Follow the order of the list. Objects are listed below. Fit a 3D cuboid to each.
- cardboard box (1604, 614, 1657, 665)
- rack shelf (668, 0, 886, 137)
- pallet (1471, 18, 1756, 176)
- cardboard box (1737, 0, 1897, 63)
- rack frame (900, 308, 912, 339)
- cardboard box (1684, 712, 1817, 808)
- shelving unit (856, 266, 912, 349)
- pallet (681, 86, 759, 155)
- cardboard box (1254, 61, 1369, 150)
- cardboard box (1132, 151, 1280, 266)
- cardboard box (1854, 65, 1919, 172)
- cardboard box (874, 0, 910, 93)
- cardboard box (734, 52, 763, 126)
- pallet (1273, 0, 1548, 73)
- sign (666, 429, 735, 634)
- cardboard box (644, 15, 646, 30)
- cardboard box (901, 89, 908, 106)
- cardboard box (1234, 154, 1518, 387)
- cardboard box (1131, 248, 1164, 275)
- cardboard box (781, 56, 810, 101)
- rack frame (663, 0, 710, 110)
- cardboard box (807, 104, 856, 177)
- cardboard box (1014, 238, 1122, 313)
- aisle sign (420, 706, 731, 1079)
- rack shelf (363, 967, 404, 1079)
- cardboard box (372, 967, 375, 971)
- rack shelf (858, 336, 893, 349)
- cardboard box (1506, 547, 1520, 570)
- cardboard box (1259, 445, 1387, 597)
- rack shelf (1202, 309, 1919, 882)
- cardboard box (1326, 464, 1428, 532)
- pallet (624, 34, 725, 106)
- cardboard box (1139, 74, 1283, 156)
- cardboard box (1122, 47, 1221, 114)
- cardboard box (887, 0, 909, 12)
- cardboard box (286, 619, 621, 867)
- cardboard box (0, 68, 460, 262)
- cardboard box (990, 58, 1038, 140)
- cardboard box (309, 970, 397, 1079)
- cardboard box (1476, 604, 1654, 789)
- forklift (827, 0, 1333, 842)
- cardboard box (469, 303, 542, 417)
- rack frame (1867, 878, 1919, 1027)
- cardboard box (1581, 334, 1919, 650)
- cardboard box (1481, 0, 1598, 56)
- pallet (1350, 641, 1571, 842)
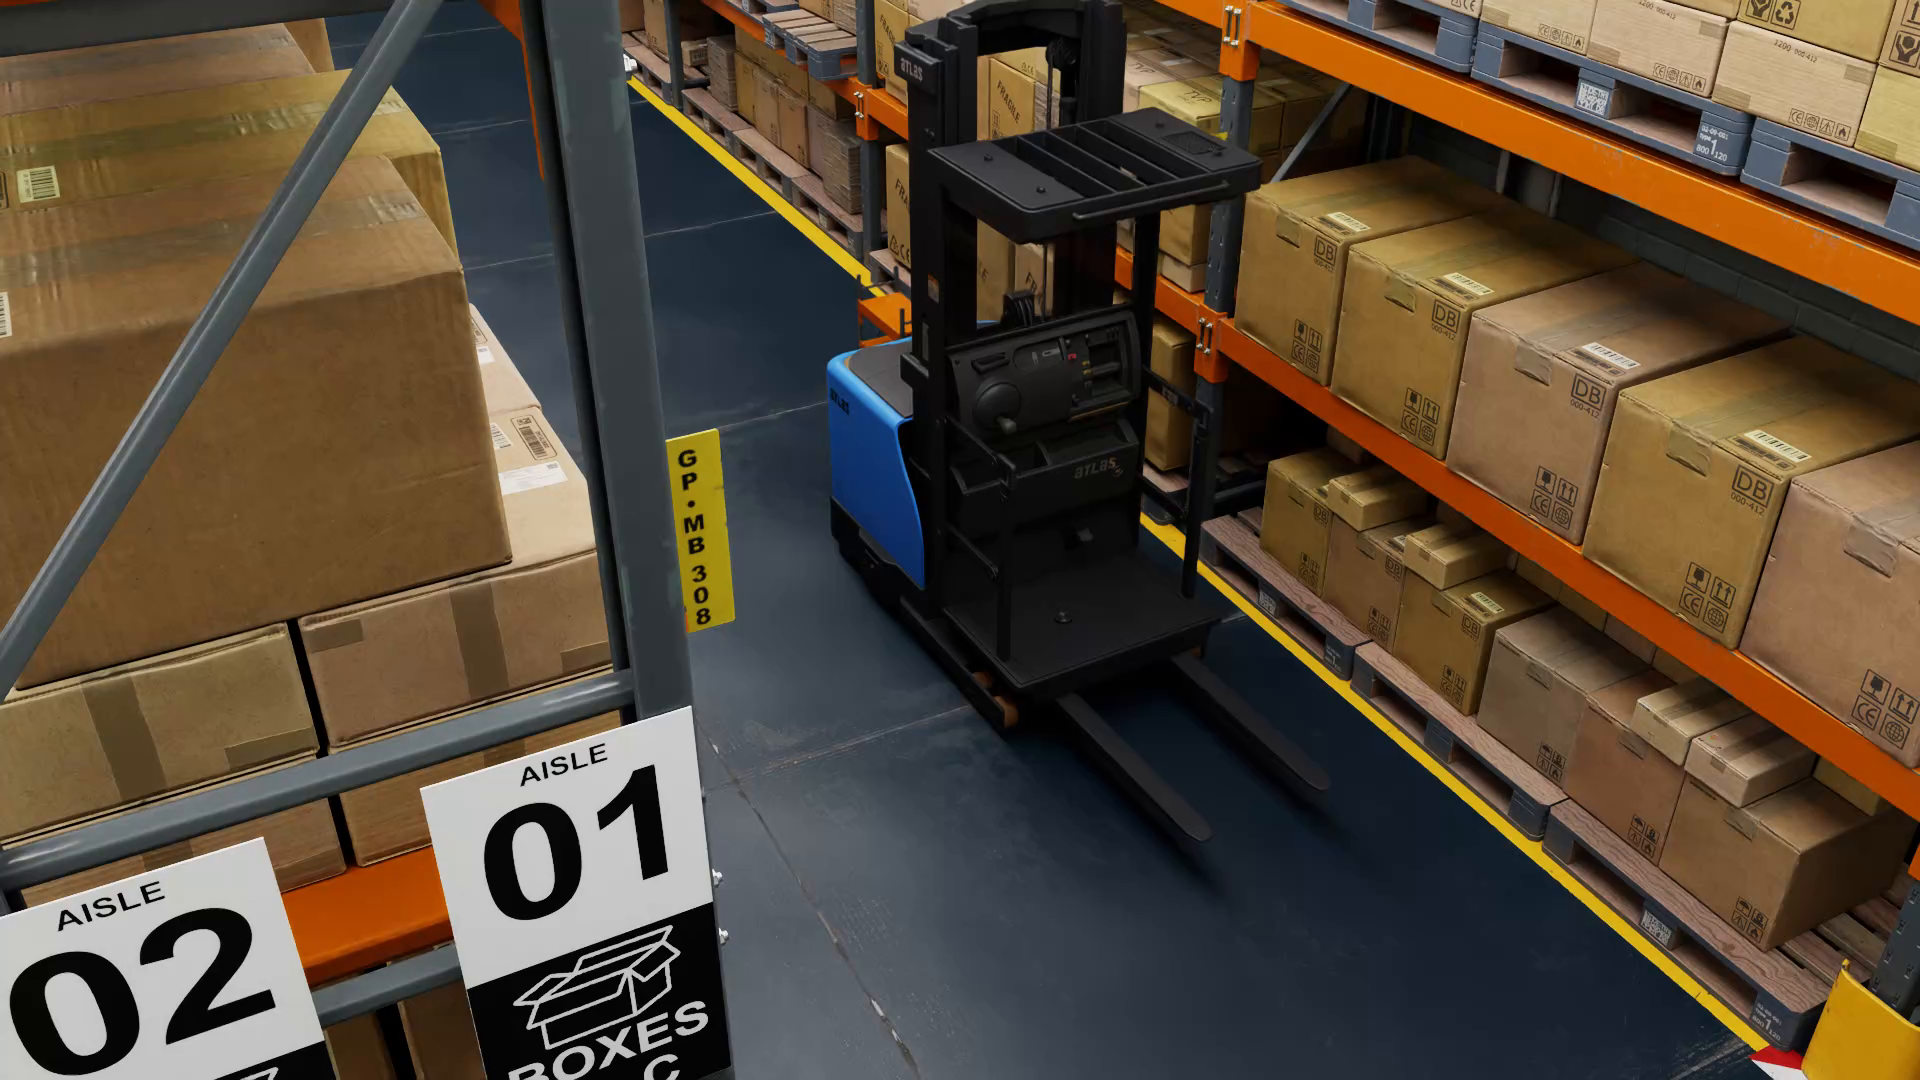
[{"bbox_3d":[2.867,0.335,6.773,0.380,0.149,0.250,-15,36,-22],"label":"cardboard box"},{"bbox_3d":[-1.144,-3.955,12.810,1.077,0.370,4.000,-16,36,-23],"label":"rack shelf"},{"bbox_3d":[2.591,-1.646,5.840,1.003,0.211,1.213,-16,36,-23],"label":"pallet"},{"bbox_3d":[2.712,-1.743,4.871,0.500,0.500,0.500,-15,35,-22],"label":"cardboard box"},{"bbox_3d":[-0.195,-0.681,8.701,0.240,1.200,0.015,-17,36,-24],"label":"rack frame"},{"bbox_3d":[2.883,0.792,6.059,0.380,0.149,0.250,-16,36,-24],"label":"cardboard box"},{"bbox_3d":[-0.314,-0.796,8.880,0.258,1.200,0.503,-17,36,-24],"label":"shelving unit"},{"bbox_3d":[-1.712,-3.667,14.278,1.003,0.211,1.213,-16,36,-23],"label":"pallet"},{"bbox_3d":[1.670,-2.171,8.276,0.500,0.250,0.500,-15,35,-22],"label":"cardboard box"},{"bbox_3d":[1.215,-1.727,8.279,0.500,0.500,0.500,-16,36,-24],"label":"cardboard box"},{"bbox_3d":[2.942,-1.187,4.699,0.500,0.250,0.500,-15,35,-22],"label":"cardboard box"},{"bbox_3d":[-0.211,-3.183,10.551,0.500,0.500,0.500,-15,35,-22],"label":"cardboard box"},{"bbox_3d":[-1.433,-3.764,13.754,0.700,0.500,0.500,-17,36,-24],"label":"cardboard box"},{"bbox_3d":[2.026,-2.227,6.748,1.003,0.211,1.213,-16,36,-23],"label":"pallet"},{"bbox_3d":[-0.382,-0.006,2.387,0.100,0.325,0.005,-16,36,-23],"label":"sign"},{"bbox_3d":[-2.804,-4.966,15.955,0.380,0.149,0.250,-19,37,-27],"label":"cardboard box"},{"bbox_3d":[-0.153,-2.868,10.661,0.380,0.149,0.250,-15,36,-22],"label":"cardboard box"},{"bbox_3d":[1.892,-1.258,7.655,0.980,0.700,0.700,-15,36,-22],"label":"cardboard box"},{"bbox_3d":[1.107,-1.502,8.528,0.380,0.149,0.250,-15,36,-22],"label":"cardboard box"},{"bbox_3d":[-1.048,-3.615,12.826,0.500,0.250,0.500,-16,36,-23],"label":"cardboard box"},{"bbox_3d":[-2.076,-5.213,14.106,1.000,3.000,0.127,-16,36,-23],"label":"rack frame"},{"bbox_3d":[-0.730,-3.042,12.627,0.700,0.500,0.500,-16,36,-23],"label":"cardboard box"},{"bbox_3d":[0.819,-1.367,9.707,0.750,0.750,0.750,-15,35,-22],"label":"cardboard box"},{"bbox_3d":[-0.570,0.626,2.582,0.394,0.787,0.004,-16,36,-23],"label":"aisle sign"},{"bbox_3d":[-1.794,1.110,4.903,1.077,0.370,4.000,-16,36,-23],"label":"rack shelf"},{"bbox_3d":[-1.312,0.957,4.384,0.500,0.500,0.500,-16,36,-23],"label":"cardboard box"},{"bbox_3d":[-0.314,-0.927,8.796,0.258,0.148,0.480,-17,36,-24],"label":"rack shelf"},{"bbox_3d":[2.508,-0.031,7.345,0.380,0.149,0.250,-15,36,-23],"label":"cardboard box"},{"bbox_3d":[1.912,-0.136,8.110,0.700,0.500,0.500,-15,36,-23],"label":"cardboard box"},{"bbox_3d":[2.586,-0.137,6.851,1.077,0.370,4.000,-16,36,-23],"label":"rack shelf"},{"bbox_3d":[1.910,-0.200,7.608,0.380,0.149,0.250,-15,35,-22],"label":"cardboard box"},{"bbox_3d":[-2.421,-4.350,15.344,1.003,0.211,1.213,-16,36,-23],"label":"pallet"},{"bbox_3d":[1.210,-2.045,8.079,0.500,0.250,0.500,-15,36,-22],"label":"cardboard box"},{"bbox_3d":[0.980,-2.291,8.464,0.500,0.250,0.500,-15,36,-22],"label":"cardboard box"},{"bbox_3d":[-0.214,-3.500,10.350,0.500,0.250,0.500,-15,36,-22],"label":"cardboard box"},{"bbox_3d":[-0.876,0.253,2.933,0.500,0.250,0.500,-16,36,-23],"label":"cardboard box"},{"bbox_3d":[-1.274,-0.465,2.895,0.700,0.500,0.500,-16,36,-23],"label":"cardboard box"},{"bbox_3d":[0.505,-2.447,9.402,0.500,0.500,0.500,-15,36,-22],"label":"cardboard box"},{"bbox_3d":[-1.313,1.156,3.146,0.500,0.500,0.500,-16,36,-24],"label":"cardboard box"},{"bbox_3d":[2.635,0.602,6.957,0.700,0.500,0.500,-17,36,-25],"label":"cardboard box"},{"bbox_3d":[0.490,-0.667,7.074,1.130,2.935,3.031,-17,36,-24],"label":"forklift"},{"bbox_3d":[-1.098,-0.200,3.176,0.500,0.250,0.500,-16,36,-23],"label":"cardboard box"},{"bbox_3d":[3.519,0.514,5.167,1.000,3.000,0.127,-16,36,-23],"label":"rack frame"},{"bbox_3d":[2.923,-0.197,5.999,0.980,0.700,0.700,-16,36,-23],"label":"cardboard box"},{"bbox_3d":[2.213,-1.928,5.855,0.500,0.250,0.500,-17,36,-24],"label":"cardboard box"},{"bbox_3d":[2.512,0.745,7.392,1.003,0.211,1.213,-16,36,-23],"label":"pallet"}]
